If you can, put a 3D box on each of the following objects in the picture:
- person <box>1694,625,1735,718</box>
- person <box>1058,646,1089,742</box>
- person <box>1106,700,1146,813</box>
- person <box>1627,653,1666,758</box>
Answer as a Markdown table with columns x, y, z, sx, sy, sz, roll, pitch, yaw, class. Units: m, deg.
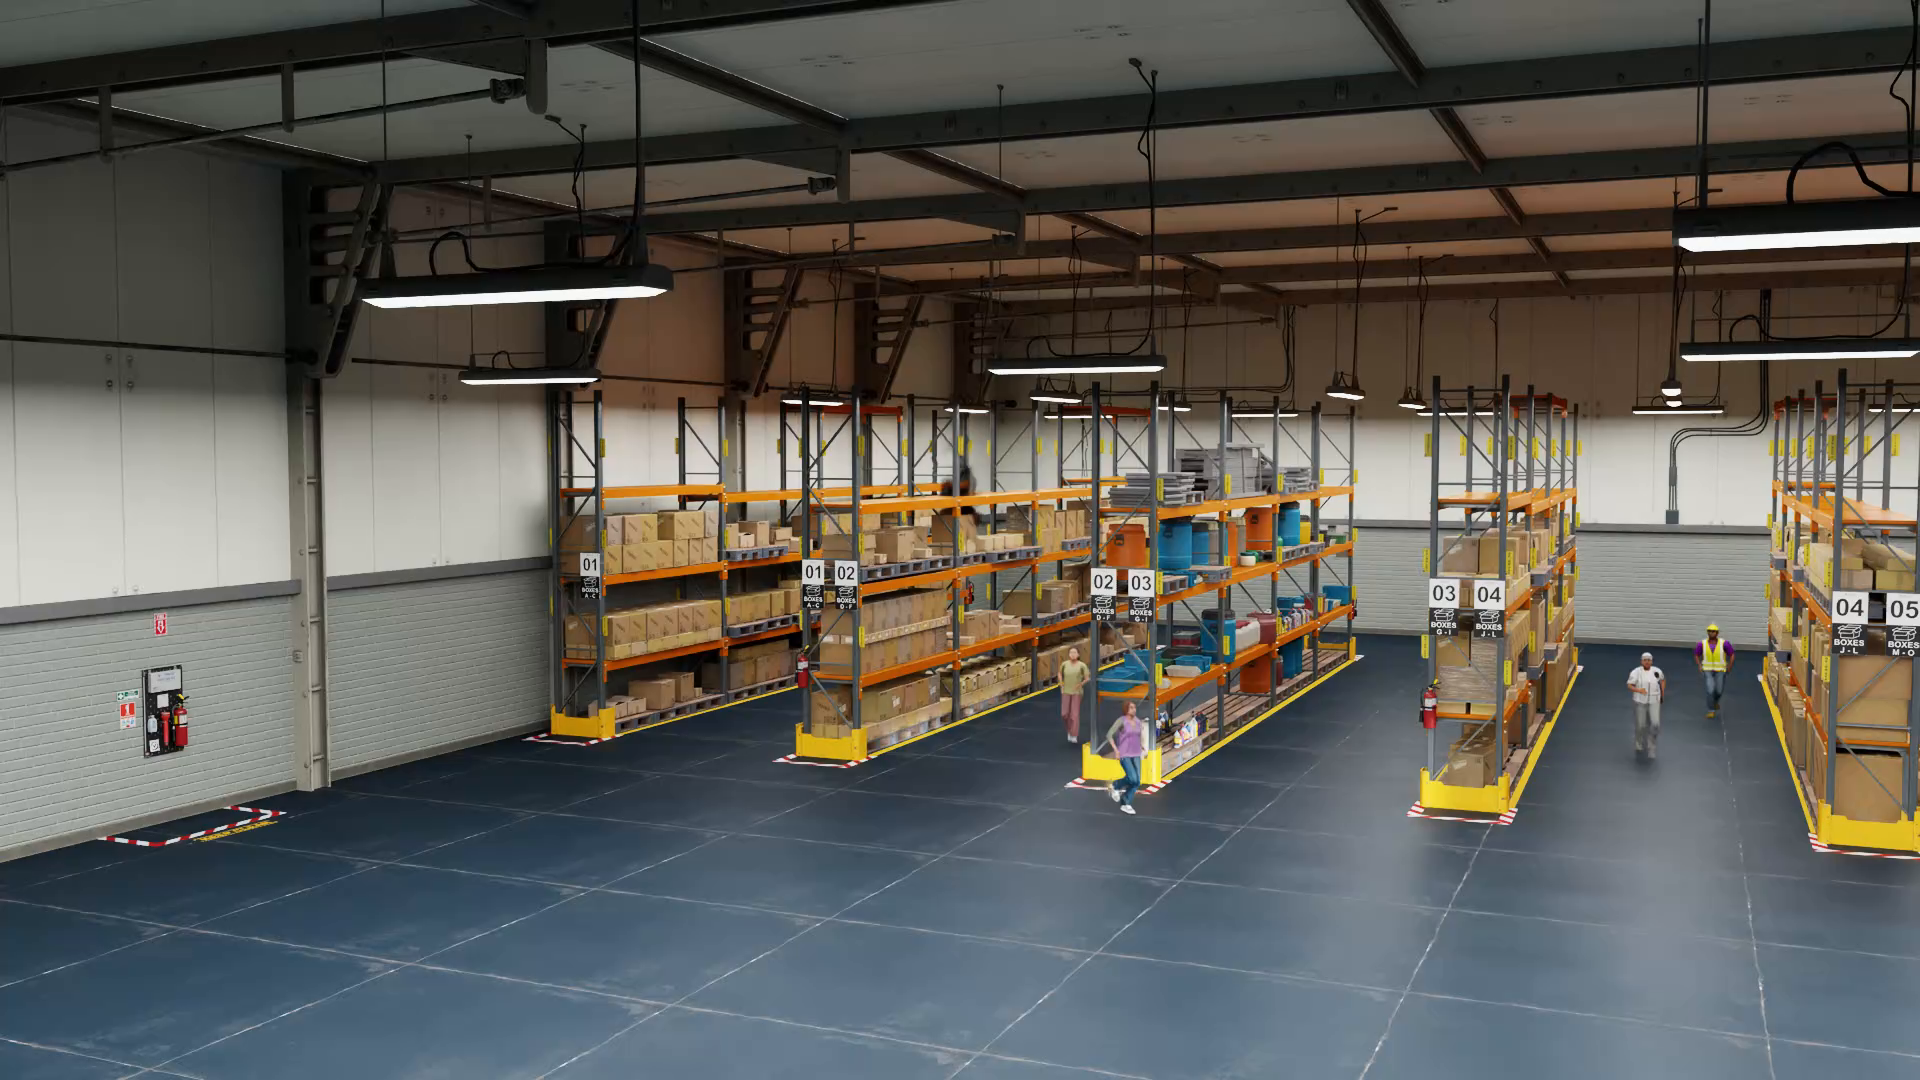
| x | y | z | sx | sy | sz | roll | pitch | yaw | class |
| --- | --- | --- | --- | --- | --- | --- | --- | --- | --- |
| 14.024 | 2.436 | 30.946 | 0.698 | 1.728 | 0.546 | 2 | 4 | 27 | person |
| 1.904 | 2.621 | 28.209 | 0.561 | 1.643 | 0.494 | 1 | 3 | 14 | person |
| 2.319 | 2.972 | 22.833 | 0.538 | 1.555 | 0.542 | -2 | 4 | -33 | person |
| 11.203 | 2.690 | 27.138 | 0.604 | 1.717 | 0.718 | 1 | 3 | 18 | person |
